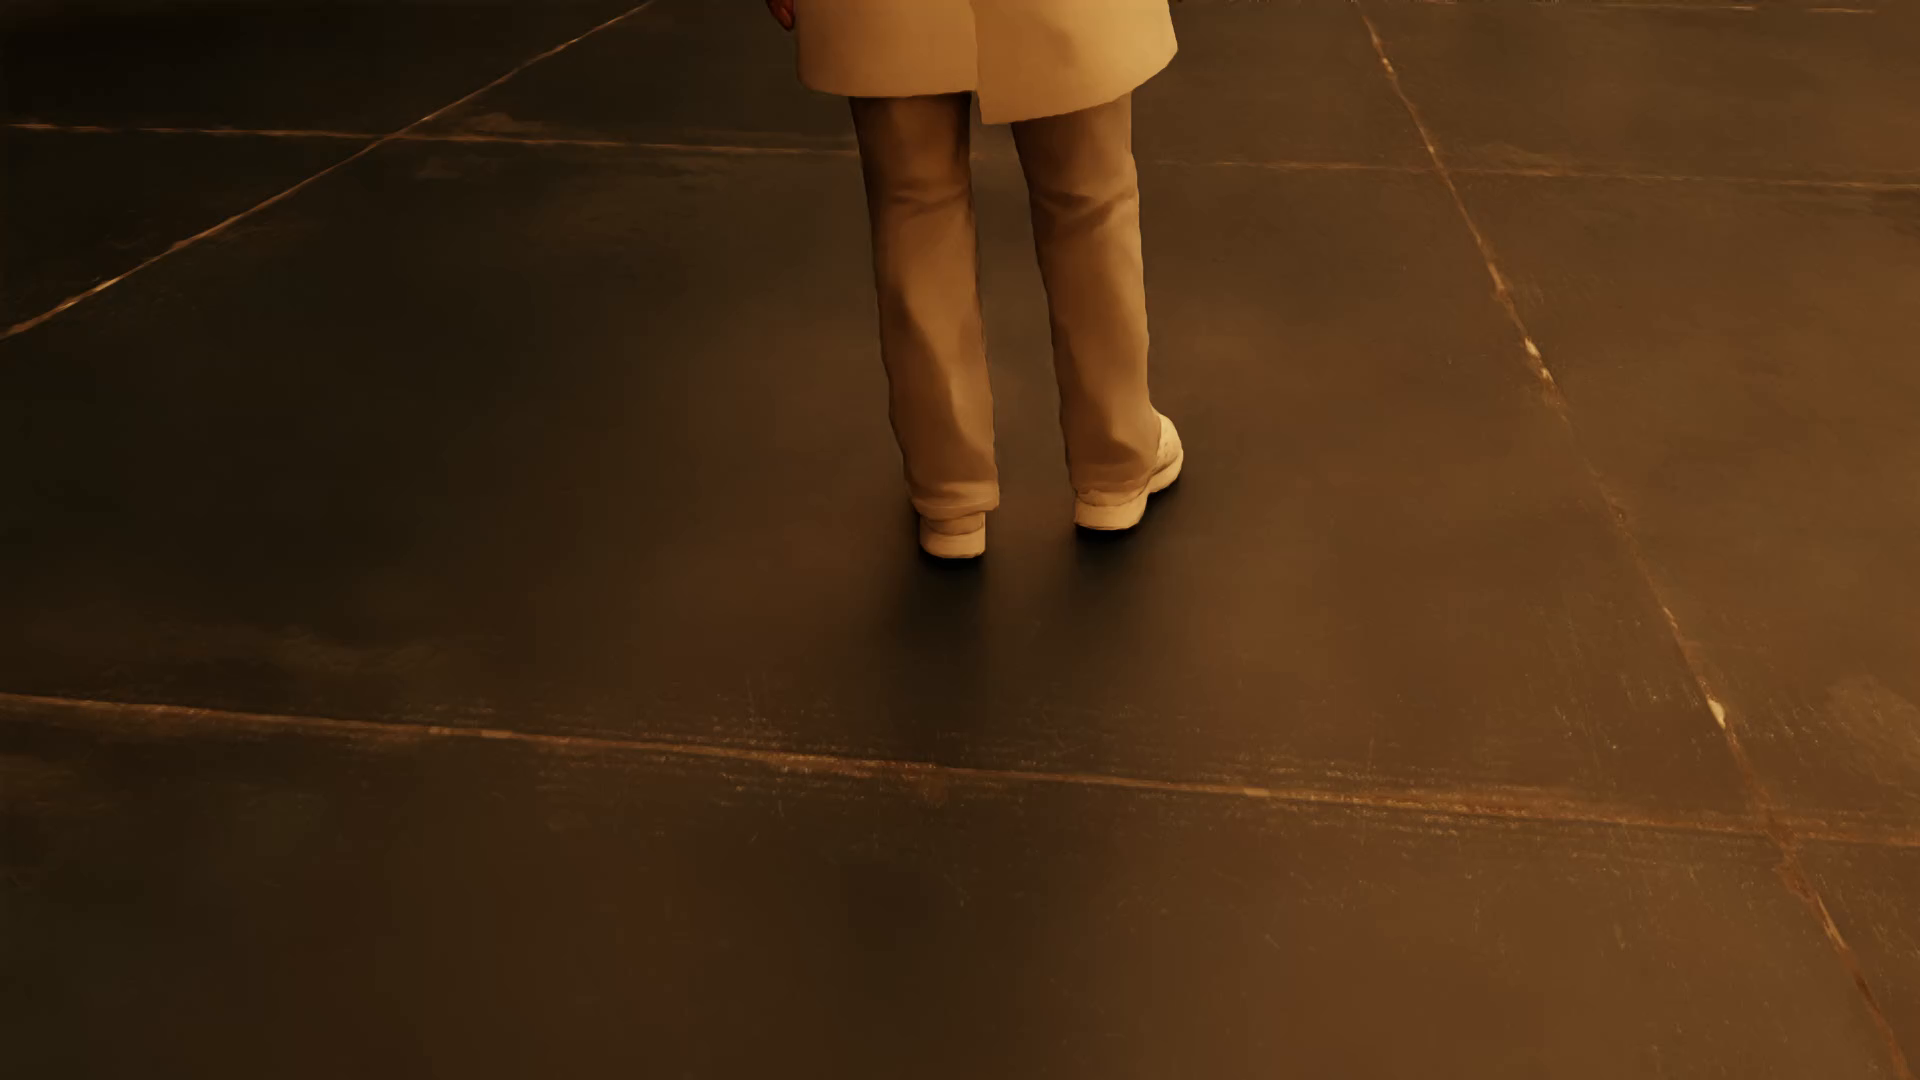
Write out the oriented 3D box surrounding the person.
[{"bbox_3d":[0.017,-0.842,2.180,0.694,1.776,0.579,3,27,7],"label":"person"}]
